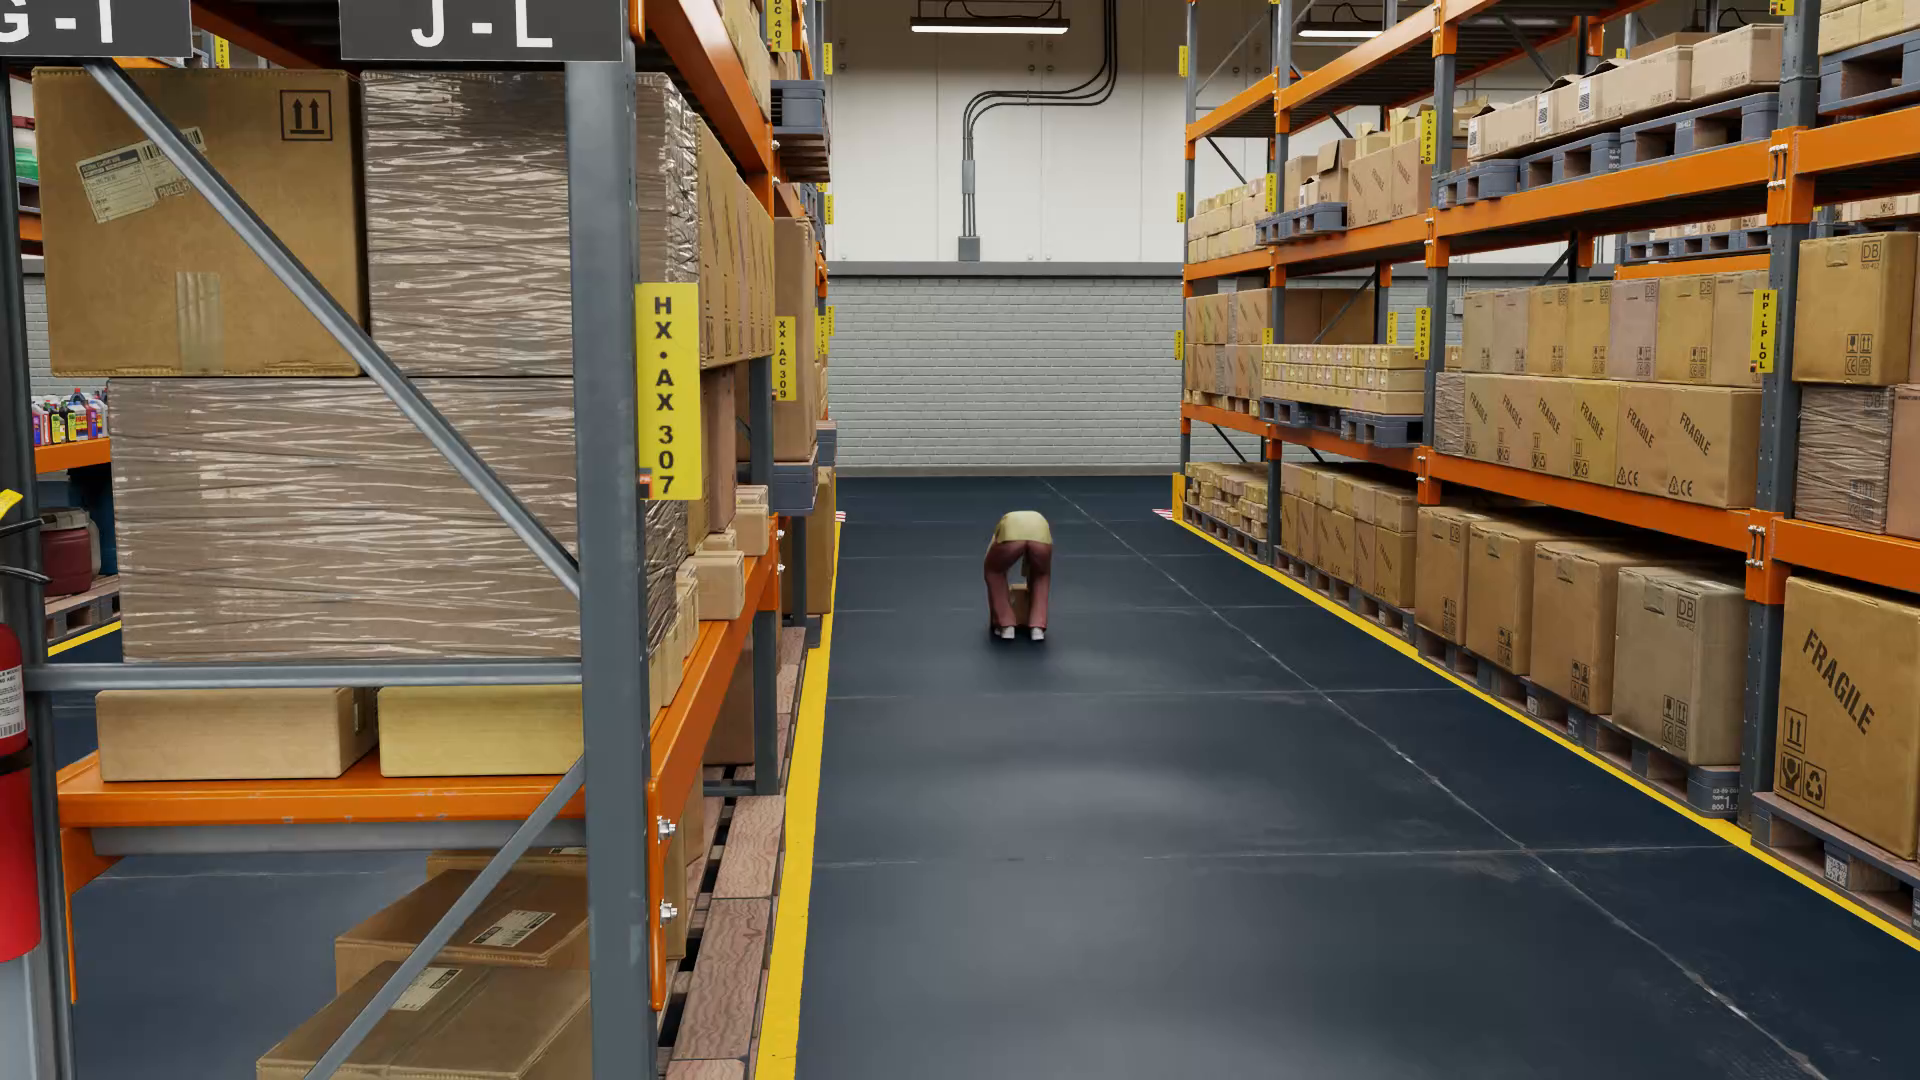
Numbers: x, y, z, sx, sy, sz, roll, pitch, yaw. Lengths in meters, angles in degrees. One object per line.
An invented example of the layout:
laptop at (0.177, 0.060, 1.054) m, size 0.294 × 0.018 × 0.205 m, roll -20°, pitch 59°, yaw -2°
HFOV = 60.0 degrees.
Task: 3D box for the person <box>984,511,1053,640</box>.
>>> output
person at (0.395, 0.216, 11.330) m, size 0.458 × 0.864 × 0.849 m, roll -1°, pitch 7°, yaw -6°
